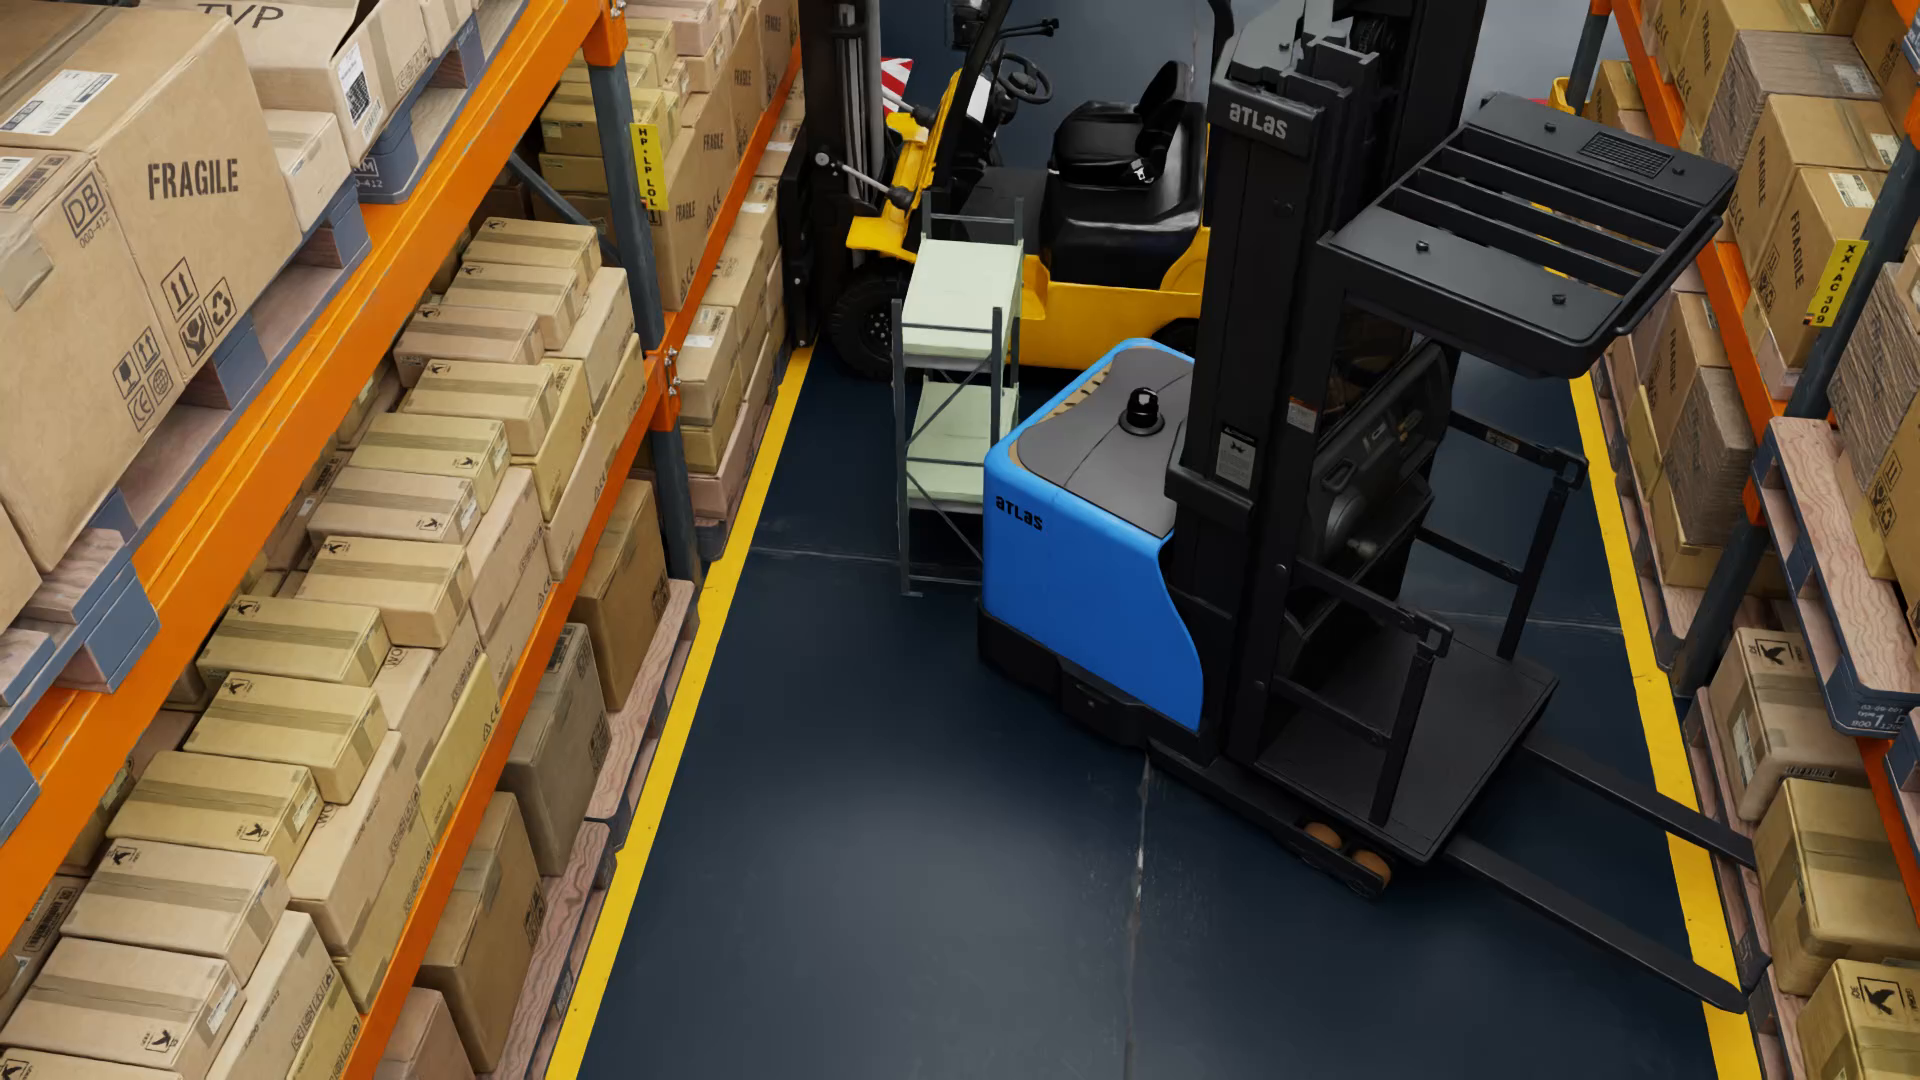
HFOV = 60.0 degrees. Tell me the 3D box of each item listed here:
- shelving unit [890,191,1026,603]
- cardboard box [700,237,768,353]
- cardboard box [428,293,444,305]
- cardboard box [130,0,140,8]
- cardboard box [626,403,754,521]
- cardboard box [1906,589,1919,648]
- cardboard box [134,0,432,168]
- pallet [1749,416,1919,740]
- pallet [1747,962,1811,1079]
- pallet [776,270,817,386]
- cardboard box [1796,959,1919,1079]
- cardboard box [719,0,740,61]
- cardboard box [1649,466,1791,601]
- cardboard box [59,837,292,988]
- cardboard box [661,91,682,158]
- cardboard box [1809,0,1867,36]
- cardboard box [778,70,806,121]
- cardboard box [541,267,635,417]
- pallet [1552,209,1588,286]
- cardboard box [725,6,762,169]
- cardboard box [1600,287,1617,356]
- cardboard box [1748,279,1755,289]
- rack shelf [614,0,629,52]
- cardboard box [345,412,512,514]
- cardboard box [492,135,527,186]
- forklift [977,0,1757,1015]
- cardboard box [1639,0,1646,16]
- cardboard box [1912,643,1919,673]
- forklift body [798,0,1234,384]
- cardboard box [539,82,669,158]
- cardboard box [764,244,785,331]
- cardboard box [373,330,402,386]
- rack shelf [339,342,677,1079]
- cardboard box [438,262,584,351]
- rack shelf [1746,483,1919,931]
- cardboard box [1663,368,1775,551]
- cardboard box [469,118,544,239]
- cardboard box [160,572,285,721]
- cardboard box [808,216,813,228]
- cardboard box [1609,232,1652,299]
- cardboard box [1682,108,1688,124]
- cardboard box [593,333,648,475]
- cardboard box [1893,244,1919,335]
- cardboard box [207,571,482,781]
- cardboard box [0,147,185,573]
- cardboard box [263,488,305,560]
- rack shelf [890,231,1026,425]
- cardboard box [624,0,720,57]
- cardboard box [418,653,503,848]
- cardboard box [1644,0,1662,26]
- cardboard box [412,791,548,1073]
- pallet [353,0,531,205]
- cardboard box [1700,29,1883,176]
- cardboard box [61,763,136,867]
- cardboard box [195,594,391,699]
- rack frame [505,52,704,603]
[{"bbox_3d":[0.001,-0.549,6.739,0.431,1.500,0.755,5,44,6],"label":"shelving unit"},{"bbox_3d":[-1.137,-1.073,7.169,0.500,0.250,0.500,5,44,6],"label":"cardboard box"},{"bbox_3d":[-1.911,-0.712,5.566,0.500,0.250,0.500,5,44,5],"label":"cardboard box"},{"bbox_3d":[-1.810,-1.352,4.119,0.380,0.149,0.250,5,44,6],"label":"cardboard box"},{"bbox_3d":[-1.197,-0.361,7.144,0.500,0.250,0.500,6,44,6],"label":"cardboard box"},{"bbox_3d":[2.840,0.215,4.247,0.500,0.500,0.500,5,44,5],"label":"cardboard box"},{"bbox_3d":[-1.545,-1.115,3.751,0.500,0.311,0.500,4,44,4],"label":"cardboard box"},{"bbox_3d":[3.086,0.118,5.083,1.003,0.211,1.213,5,44,6],"label":"pallet"},{"bbox_3d":[3.071,1.918,5.071,1.003,0.211,1.213,5,44,6],"label":"pallet"},{"bbox_3d":[-1.284,-1.267,8.434,1.003,0.211,1.213,5,44,6],"label":"pallet"},{"bbox_3d":[3.082,1.665,4.916,0.950,0.372,0.625,7,44,7],"label":"cardboard box"},{"bbox_3d":[-1.105,-2.069,6.709,0.380,0.149,0.250,5,44,5],"label":"cardboard box"},{"bbox_3d":[3.143,-0.040,6.805,0.500,0.250,0.500,7,44,7],"label":"cardboard box"},{"bbox_3d":[-1.719,0.817,3.661,0.380,0.149,0.250,6,44,6],"label":"cardboard box"},{"bbox_3d":[-1.254,-1.549,6.160,0.380,0.149,0.250,6,44,6],"label":"cardboard box"},{"bbox_3d":[3.766,-2.296,6.477,0.700,0.500,0.500,5,44,5],"label":"cardboard box"},{"bbox_3d":[-0.931,-2.115,8.269,0.500,0.250,0.500,6,44,6],"label":"cardboard box"},{"bbox_3d":[-1.401,-0.677,5.528,0.500,0.250,0.500,4,44,5],"label":"cardboard box"},{"bbox_3d":[3.708,-1.570,8.755,1.003,0.211,1.213,5,44,6],"label":"pallet"},{"bbox_3d":[-1.154,-1.924,7.028,0.500,0.500,0.500,5,44,5],"label":"cardboard box"},{"bbox_3d":[3.345,-1.094,7.918,0.500,0.250,0.500,8,44,8],"label":"cardboard box"},{"bbox_3d":[3.210,-0.956,6.260,0.380,0.149,0.250,5,44,6],"label":"cardboard box"},{"bbox_3d":[-1.325,-3.099,6.682,1.077,0.370,4.000,5,44,6],"label":"rack shelf"},{"bbox_3d":[-1.515,-0.223,4.759,0.380,0.149,0.250,4,44,5],"label":"cardboard box"},{"bbox_3d":[-1.801,-1.422,6.026,0.380,0.149,0.250,5,44,5],"label":"cardboard box"},{"bbox_3d":[1.535,-0.215,5.345,3.031,2.935,1.130,29,51,27],"label":"forklift"},{"bbox_3d":[3.475,-2.534,7.928,0.380,0.149,0.250,4,44,4],"label":"cardboard box"},{"bbox_3d":[2.866,0.369,4.556,0.380,0.149,0.250,6,44,6],"label":"cardboard box"},{"bbox_3d":[0.497,-1.867,7.658,2.313,2.155,1.214,5,44,6],"label":"forklift body"},{"bbox_3d":[-1.253,-1.478,5.868,0.380,0.149,0.250,6,44,6],"label":"cardboard box"},{"bbox_3d":[-1.077,-1.230,7.698,0.500,0.250,0.500,5,44,5],"label":"cardboard box"},{"bbox_3d":[-1.970,-0.611,5.169,0.380,0.149,0.250,5,44,5],"label":"cardboard box"},{"bbox_3d":[-1.854,0.717,4.835,1.077,0.370,4.000,5,44,6],"label":"rack shelf"},{"bbox_3d":[-1.431,-0.749,5.315,0.380,0.149,0.250,5,44,5],"label":"cardboard box"},{"bbox_3d":[3.067,1.165,4.361,1.077,0.370,4.000,5,44,6],"label":"rack shelf"},{"bbox_3d":[3.143,-0.313,6.548,0.500,0.500,0.500,5,44,5],"label":"cardboard box"},{"bbox_3d":[-1.798,-1.275,6.342,0.500,0.500,0.500,5,44,5],"label":"cardboard box"},{"bbox_3d":[-2.125,0.328,4.467,0.500,0.250,0.500,4,44,5],"label":"cardboard box"},{"bbox_3d":[-1.006,-1.405,8.246,0.500,0.250,0.500,7,44,7],"label":"cardboard box"},{"bbox_3d":[3.338,-1.373,7.667,0.500,0.500,0.500,6,44,6],"label":"cardboard box"},{"bbox_3d":[3.356,-1.824,7.177,0.380,0.149,0.250,4,44,4],"label":"cardboard box"},{"bbox_3d":[-1.397,-0.486,5.691,0.500,0.250,0.500,6,44,6],"label":"cardboard box"},{"bbox_3d":[2.919,-0.703,4.744,0.380,0.149,0.250,5,44,5],"label":"cardboard box"},{"bbox_3d":[-1.620,0.365,4.429,0.500,0.250,0.500,6,44,6],"label":"cardboard box"},{"bbox_3d":[-1.813,-0.320,2.774,0.700,0.500,0.500,4,44,5],"label":"cardboard box"},{"bbox_3d":[-2.069,-0.095,4.624,0.380,0.149,0.250,5,44,5],"label":"cardboard box"},{"bbox_3d":[0.001,-0.833,6.471,0.431,0.370,0.720,5,44,6],"label":"rack shelf"},{"bbox_3d":[-1.147,-2.005,6.425,0.380,0.149,0.250,6,44,6],"label":"cardboard box"},{"bbox_3d":[-1.614,0.545,4.601,0.500,0.250,0.500,7,44,7],"label":"cardboard box"},{"bbox_3d":[3.457,-2.678,7.608,0.500,0.500,0.500,6,44,7],"label":"cardboard box"},{"bbox_3d":[-1.855,1.200,5.223,0.875,0.625,0.625,4,44,4],"label":"cardboard box"},{"bbox_3d":[-1.693,-1.325,4.425,0.805,0.209,1.217,4,44,4],"label":"pallet"},{"bbox_3d":[3.269,-1.634,6.505,0.500,0.500,0.500,6,44,7],"label":"cardboard box"},{"bbox_3d":[-2.182,0.603,3.887,0.380,0.149,0.250,5,44,5],"label":"cardboard box"},{"bbox_3d":[-1.685,0.290,4.218,0.380,0.149,0.250,5,44,6],"label":"cardboard box"},{"bbox_3d":[-1.589,-0.908,6.027,1.000,3.000,0.127,5,44,6],"label":"rack frame"}]
